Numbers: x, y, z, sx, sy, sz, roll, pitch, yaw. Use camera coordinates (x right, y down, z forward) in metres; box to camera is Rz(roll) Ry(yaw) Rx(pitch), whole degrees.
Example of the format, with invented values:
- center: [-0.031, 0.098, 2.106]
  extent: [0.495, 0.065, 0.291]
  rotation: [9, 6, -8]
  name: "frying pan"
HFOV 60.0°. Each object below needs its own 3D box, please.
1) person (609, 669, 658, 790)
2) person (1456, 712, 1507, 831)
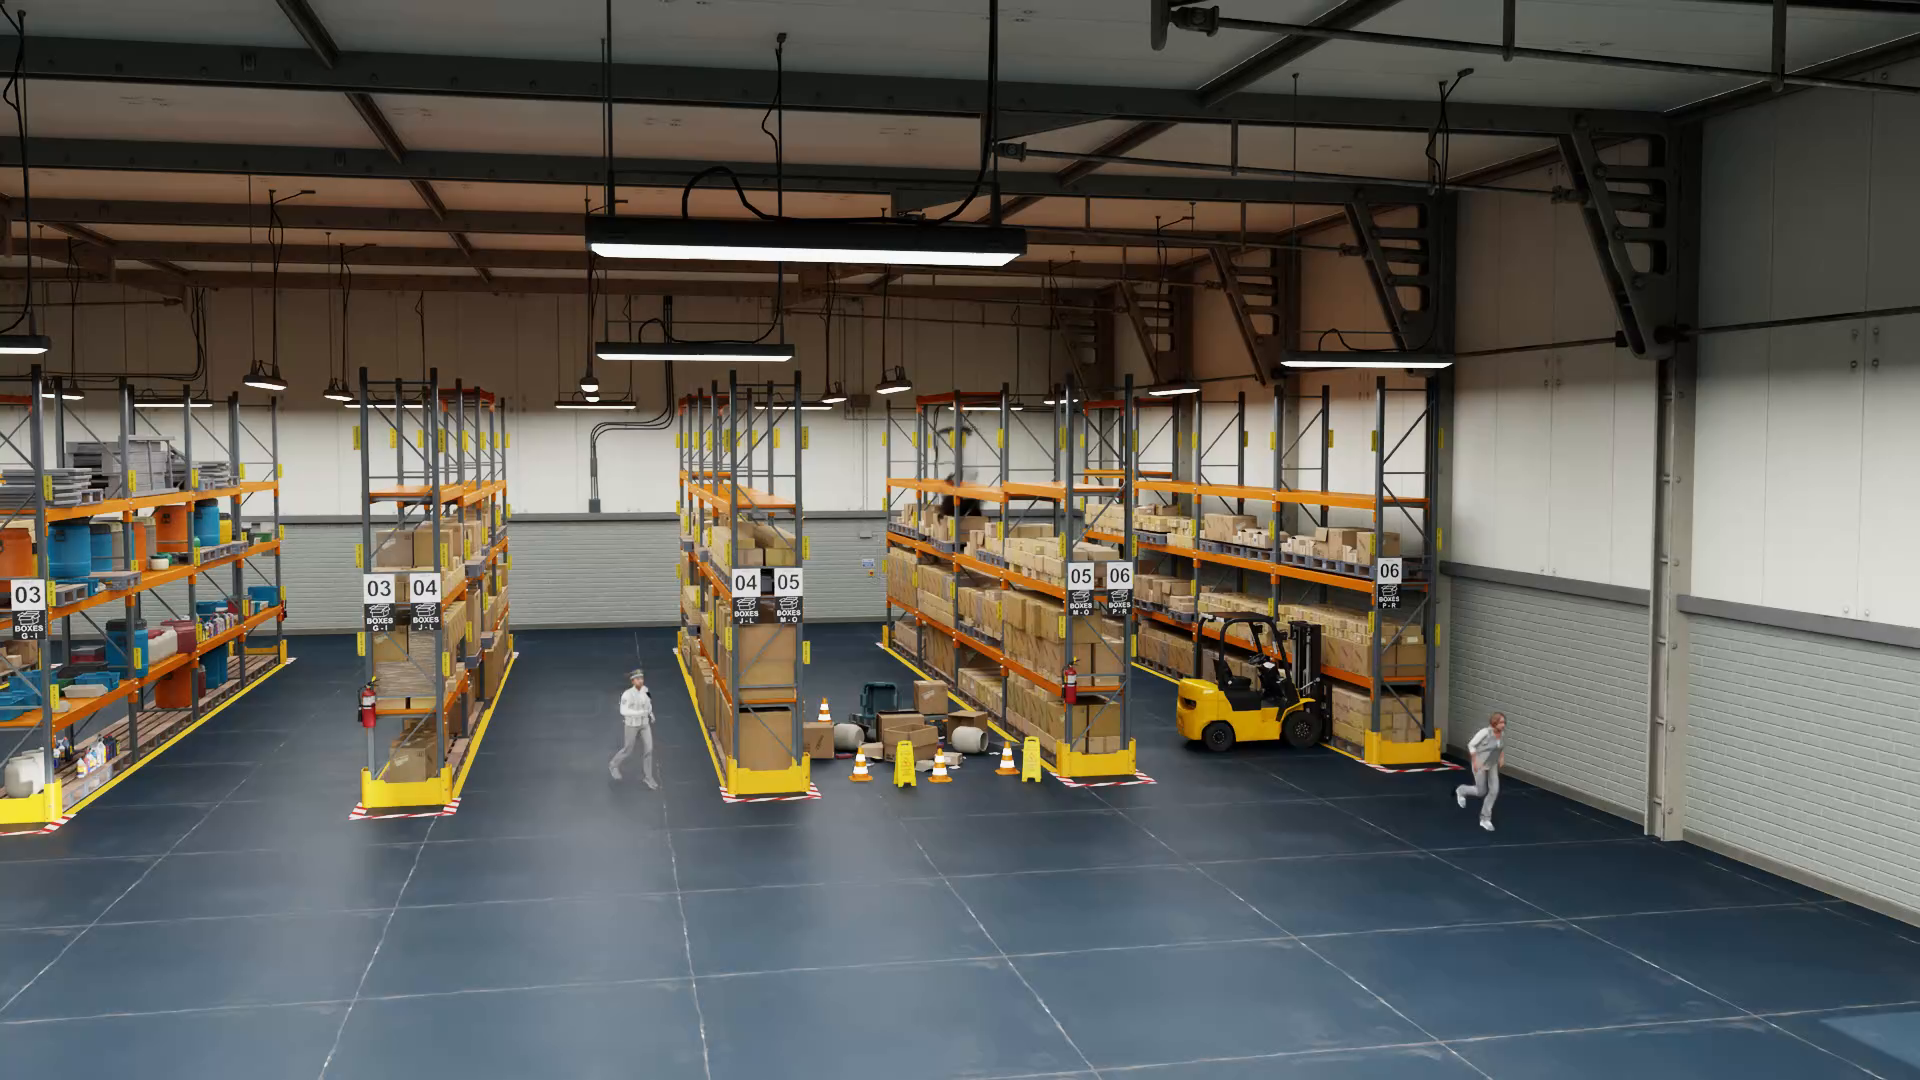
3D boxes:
- center: [-4.717, 2.720, 24.169]
  extent: [0.619, 1.719, 0.930]
  rotation: [-3, 5, -43]
  name: "person"
- center: [6.809, 2.970, 21.660]
  extent: [0.538, 1.545, 0.761]
  rotation: [-2, 4, -29]
  name: "person"
